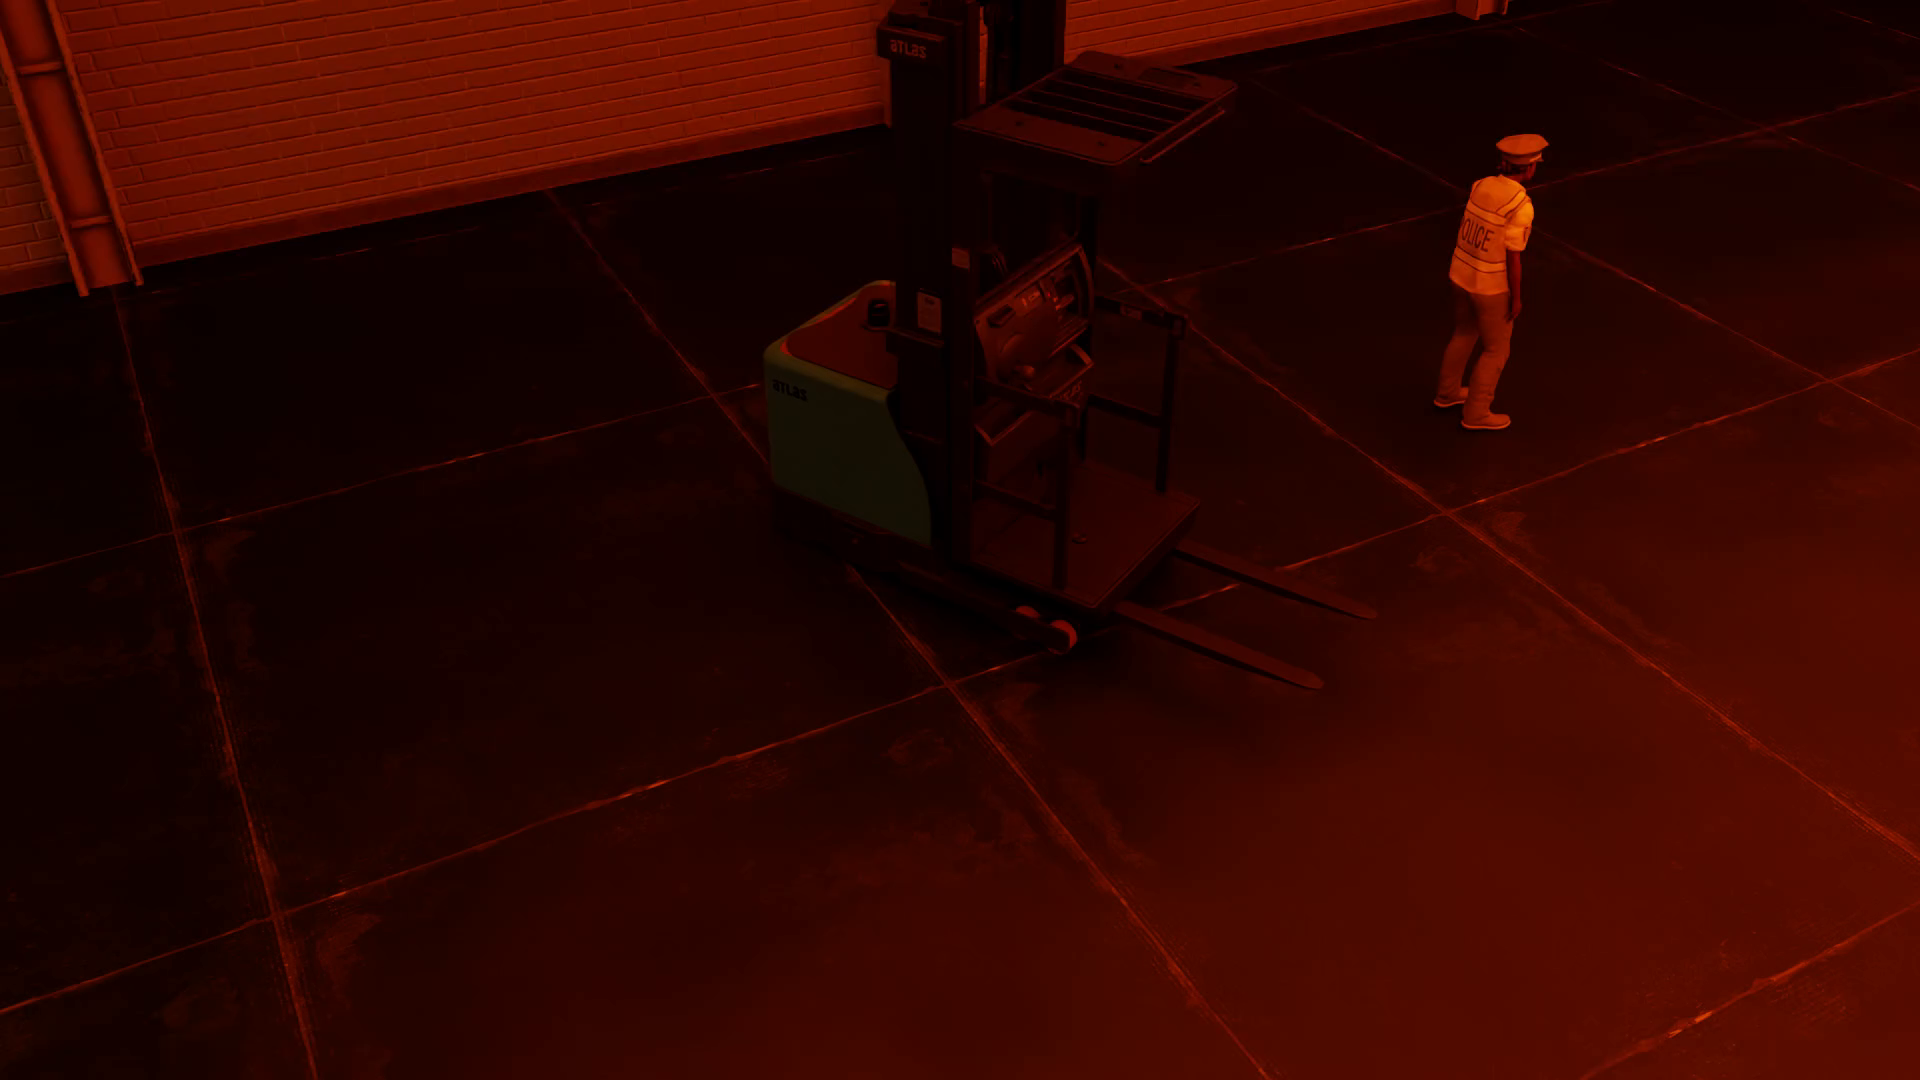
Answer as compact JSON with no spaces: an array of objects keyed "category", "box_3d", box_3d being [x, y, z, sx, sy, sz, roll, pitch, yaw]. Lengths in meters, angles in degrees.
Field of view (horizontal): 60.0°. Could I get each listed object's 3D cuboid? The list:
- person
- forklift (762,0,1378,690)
[{"category":"person","box_3d":[2.937,-1.418,9.237,0.394,1.657,0.505,-14,38,-19]},{"category":"forklift","box_3d":[0.519,-1.004,7.543,3.031,2.935,1.130,21,41,27]}]
